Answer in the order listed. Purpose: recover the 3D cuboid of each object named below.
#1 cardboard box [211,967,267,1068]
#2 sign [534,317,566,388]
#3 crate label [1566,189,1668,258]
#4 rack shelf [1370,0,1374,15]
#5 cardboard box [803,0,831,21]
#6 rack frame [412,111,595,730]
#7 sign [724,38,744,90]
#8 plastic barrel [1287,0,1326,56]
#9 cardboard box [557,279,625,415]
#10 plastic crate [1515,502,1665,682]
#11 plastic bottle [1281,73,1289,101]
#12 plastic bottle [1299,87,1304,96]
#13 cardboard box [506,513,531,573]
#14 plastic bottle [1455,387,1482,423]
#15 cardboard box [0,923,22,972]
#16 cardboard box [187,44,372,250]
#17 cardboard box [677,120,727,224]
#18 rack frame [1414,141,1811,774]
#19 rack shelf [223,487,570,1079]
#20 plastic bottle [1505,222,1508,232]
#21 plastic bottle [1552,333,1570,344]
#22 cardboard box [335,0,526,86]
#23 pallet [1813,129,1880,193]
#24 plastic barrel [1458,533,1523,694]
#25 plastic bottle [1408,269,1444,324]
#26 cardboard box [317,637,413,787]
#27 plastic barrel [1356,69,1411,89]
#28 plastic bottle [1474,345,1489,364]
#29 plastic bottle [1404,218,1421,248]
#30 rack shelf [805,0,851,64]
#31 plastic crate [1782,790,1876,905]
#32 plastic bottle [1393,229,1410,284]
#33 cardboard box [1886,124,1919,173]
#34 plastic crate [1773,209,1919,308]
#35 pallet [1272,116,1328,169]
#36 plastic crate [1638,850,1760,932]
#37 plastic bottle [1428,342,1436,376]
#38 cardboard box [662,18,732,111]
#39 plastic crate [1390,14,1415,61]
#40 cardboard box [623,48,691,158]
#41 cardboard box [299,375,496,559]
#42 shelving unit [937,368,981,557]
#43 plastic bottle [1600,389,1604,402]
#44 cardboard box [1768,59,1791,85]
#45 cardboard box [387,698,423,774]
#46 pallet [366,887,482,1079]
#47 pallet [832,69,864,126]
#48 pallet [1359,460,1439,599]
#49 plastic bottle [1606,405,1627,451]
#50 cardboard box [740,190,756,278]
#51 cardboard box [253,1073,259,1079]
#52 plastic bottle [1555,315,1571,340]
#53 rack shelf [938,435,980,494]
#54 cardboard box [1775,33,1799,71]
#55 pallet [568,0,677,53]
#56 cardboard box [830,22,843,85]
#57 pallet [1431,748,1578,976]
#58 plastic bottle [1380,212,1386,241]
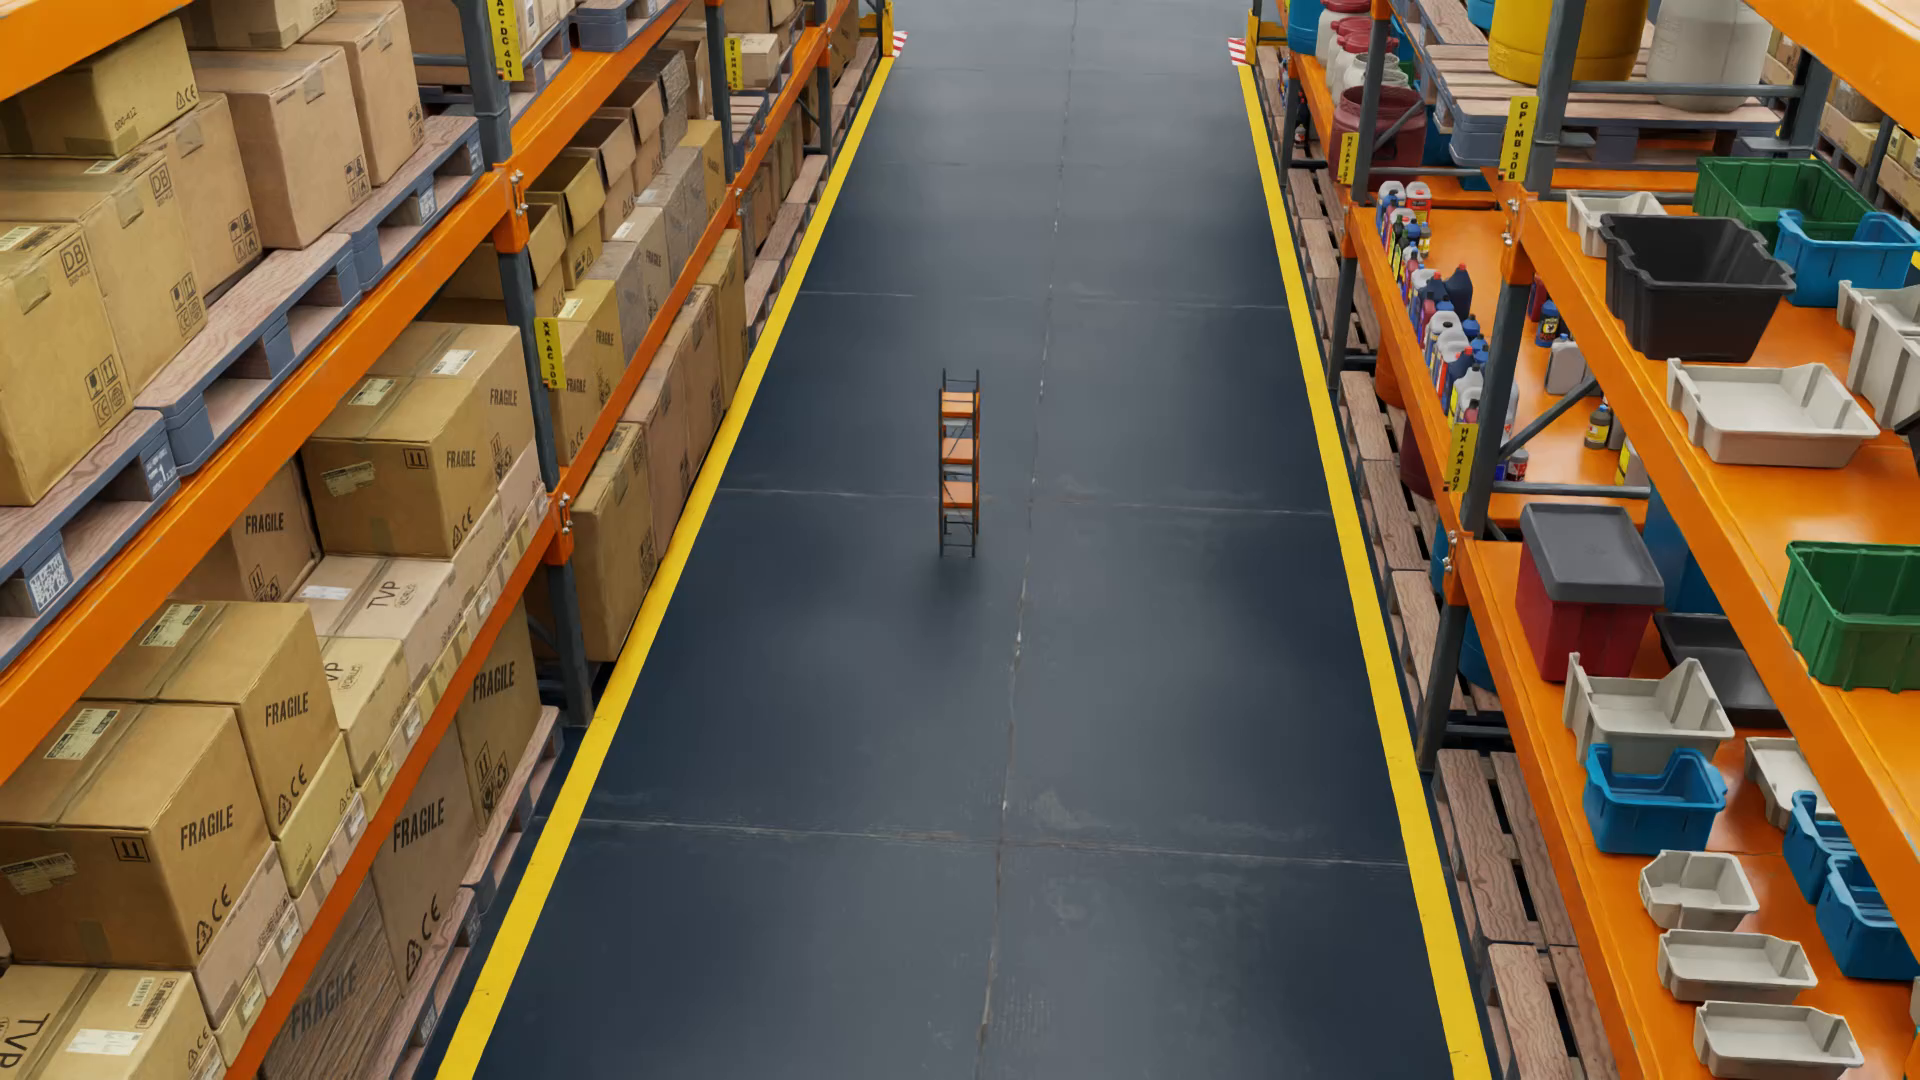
[{"bbox_3d":[-2.220,1.346,4.726,0.380,0.149,0.250,2,32,3],"label":"cardboard box"},{"bbox_3d":[-1.739,-0.792,7.056,0.100,0.325,0.005,2,32,4],"label":"sign"},{"bbox_3d":[2.317,-1.122,5.884,0.293,0.136,0.466,2,32,4],"label":"crate label"},{"bbox_3d":[3.133,-4.309,11.490,1.077,0.370,4.000,2,32,4],"label":"rack shelf"},{"bbox_3d":[-1.323,-4.588,14.356,0.380,0.149,0.250,2,32,4],"label":"cardboard box"},{"bbox_3d":[-2.292,-0.413,7.341,1.000,3.000,0.127,2,32,4],"label":"rack frame"},{"bbox_3d":[-1.413,-2.975,10.395,0.100,0.325,0.005,2,32,4],"label":"sign"},{"bbox_3d":[2.962,-4.409,13.347,0.600,0.901,0.708,2,32,4],"label":"plastic barrel"},{"bbox_3d":[-1.965,-0.948,8.114,0.500,0.500,0.500,3,32,4],"label":"cardboard box"},{"bbox_3d":[2.322,0.202,6.225,0.402,0.464,0.583,2,32,4],"label":"plastic crate"},{"bbox_3d":[3.127,-4.335,15.887,0.097,0.271,0.097,0,32,0],"label":"plastic bottle"},{"bbox_3d":[3.103,-4.062,15.368,0.144,0.351,0.185,2,32,4],"label":"plastic bottle"},{"bbox_3d":[-2.011,0.003,6.906,0.380,0.149,0.250,3,32,5],"label":"cardboard box"},{"bbox_3d":[2.384,-0.559,7.697,0.152,0.276,0.135,2,32,4],"label":"plastic bottle"},{"bbox_3d":[-2.801,1.086,4.768,0.500,0.250,0.500,2,32,3],"label":"cardboard box"},{"bbox_3d":[-2.344,-1.261,5.267,0.700,0.500,0.500,4,32,6],"label":"cardboard box"},{"bbox_3d":[-1.760,-2.278,10.273,0.500,0.500,0.500,3,32,5],"label":"cardboard box"},{"bbox_3d":[2.644,-0.201,6.997,1.000,3.000,0.127,2,32,4],"label":"rack frame"},{"bbox_3d":[-2.455,0.939,5.832,1.077,0.370,4.000,2,32,4],"label":"rack shelf"},{"bbox_3d":[3.335,-1.919,9.974,0.097,0.201,0.097,0,32,0],"label":"plastic bottle"},{"bbox_3d":[3.030,-0.943,8.391,0.097,0.201,0.097,0,32,0],"label":"plastic bottle"},{"bbox_3d":[-2.255,-2.215,6.910,0.700,0.500,0.500,3,32,5],"label":"cardboard box"},{"bbox_3d":[8.339,-3.398,14.842,1.003,0.211,1.213,2,32,4],"label":"pallet"},{"bbox_3d":[2.706,0.230,7.898,0.600,0.901,0.708,2,32,4],"label":"plastic barrel"},{"bbox_3d":[2.500,-1.302,8.902,0.152,0.276,0.135,2,32,4],"label":"plastic bottle"},{"bbox_3d":[-2.192,0.569,5.607,0.500,0.250,0.500,2,32,3],"label":"cardboard box"},{"bbox_3d":[2.841,-2.887,11.250,0.421,0.512,0.421,0,32,0],"label":"plastic barrel"},{"bbox_3d":[2.551,-0.825,8.133,0.097,0.271,0.097,0,32,0],"label":"plastic bottle"},{"bbox_3d":[2.599,-1.721,9.587,0.097,0.271,0.097,0,32,0],"label":"plastic bottle"},{"bbox_3d":[-1.478,-5.335,16.014,1.077,0.370,4.000,2,32,4],"label":"rack shelf"},{"bbox_3d":[2.799,0.976,5.190,0.416,0.233,0.300,2,32,4],"label":"plastic crate"},{"bbox_3d":[2.500,-1.600,9.378,0.061,0.283,0.133,2,32,4],"label":"plastic bottle"},{"bbox_3d":[7.951,-3.212,13.570,0.500,0.311,0.500,3,32,4],"label":"cardboard box"},{"bbox_3d":[2.889,-0.917,5.460,0.416,0.233,0.300,2,32,4],"label":"plastic crate"},{"bbox_3d":[3.392,-3.547,15.084,1.003,0.211,1.213,2,32,4],"label":"pallet"},{"bbox_3d":[2.247,1.090,5.097,0.298,0.136,0.250,2,32,4],"label":"plastic crate"},{"bbox_3d":[2.418,-0.923,8.359,0.097,0.201,0.097,0,32,0],"label":"plastic bottle"},{"bbox_3d":[-2.016,-3.306,11.540,0.700,0.500,0.500,7,32,11],"label":"cardboard box"},{"bbox_3d":[3.516,-3.787,12.832,0.392,0.384,0.575,2,32,4],"label":"plastic crate"},{"bbox_3d":[-2.042,-2.592,9.826,0.797,0.503,0.637,3,32,6],"label":"cardboard box"},{"bbox_3d":[-2.108,-0.281,6.272,0.500,0.500,0.500,3,32,4],"label":"cardboard box"},{"bbox_3d":[-0.004,-0.419,9.209,0.215,1.050,0.252,2,32,4],"label":"shelving unit"},{"bbox_3d":[3.172,-0.789,8.063,0.061,0.283,0.133,2,32,4],"label":"plastic bottle"},{"bbox_3d":[8.215,-4.477,16.156,0.500,0.250,0.500,2,32,4],"label":"cardboard box"},{"bbox_3d":[-2.116,0.673,5.819,0.380,0.149,0.250,3,32,5],"label":"cardboard box"},{"bbox_3d":[-2.529,1.809,6.395,1.003,0.211,1.213,2,32,4],"label":"pallet"},{"bbox_3d":[-1.525,-4.401,16.471,1.003,0.211,1.213,2,32,4],"label":"pallet"},{"bbox_3d":[2.846,-0.055,9.419,1.003,0.211,1.213,2,32,4],"label":"pallet"},{"bbox_3d":[3.092,-0.565,7.707,0.152,0.276,0.135,2,32,4],"label":"plastic bottle"},{"bbox_3d":[-1.899,-2.269,12.316,0.700,0.500,0.500,0,32,0],"label":"cardboard box"},{"bbox_3d":[-2.645,2.067,4.943,0.875,0.875,0.875,2,32,4],"label":"cardboard box"},{"bbox_3d":[3.189,-1.196,8.660,0.144,0.351,0.185,2,32,4],"label":"plastic bottle"},{"bbox_3d":[-0.004,-0.410,9.215,0.215,0.259,0.240,2,32,4],"label":"rack shelf"},{"bbox_3d":[8.226,-4.795,15.958,0.500,0.500,0.500,2,32,4],"label":"cardboard box"},{"bbox_3d":[-2.054,-2.777,8.498,1.003,0.211,1.213,4,32,6],"label":"pallet"},{"bbox_3d":[-1.467,-4.836,16.500,0.500,0.500,0.500,5,32,9],"label":"cardboard box"},{"bbox_3d":[2.623,1.372,7.102,1.003,0.211,1.213,2,32,4],"label":"pallet"},{"bbox_3d":[2.568,-1.885,9.920,0.097,0.201,0.097,0,32,0],"label":"plastic bottle"}]
